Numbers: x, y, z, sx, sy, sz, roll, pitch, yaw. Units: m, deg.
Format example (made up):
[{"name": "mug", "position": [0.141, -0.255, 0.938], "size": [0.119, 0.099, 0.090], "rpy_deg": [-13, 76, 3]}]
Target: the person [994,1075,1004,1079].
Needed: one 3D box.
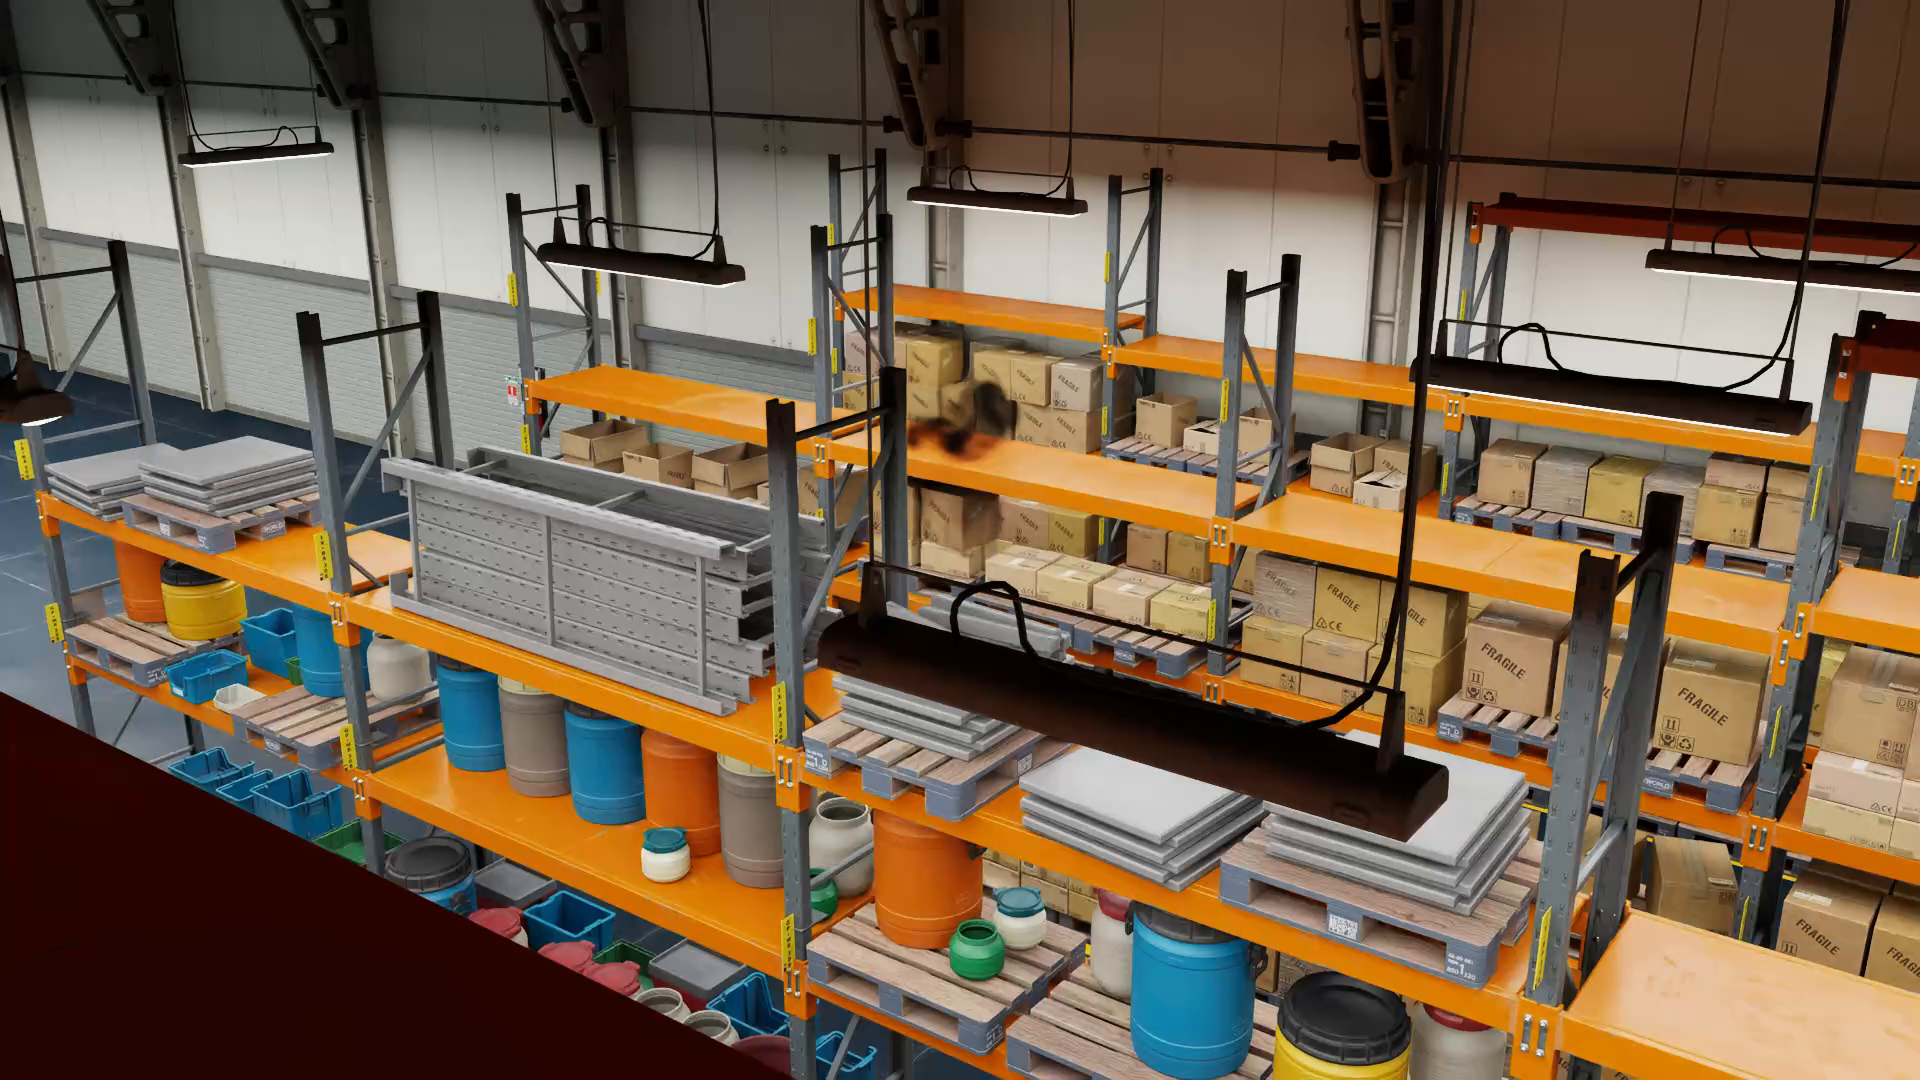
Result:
[{"name": "person", "position": [0.576, 3.522, 11.341], "size": [0.827, 1.659, 0.633], "rpy_deg": [13, 23, 35]}]
